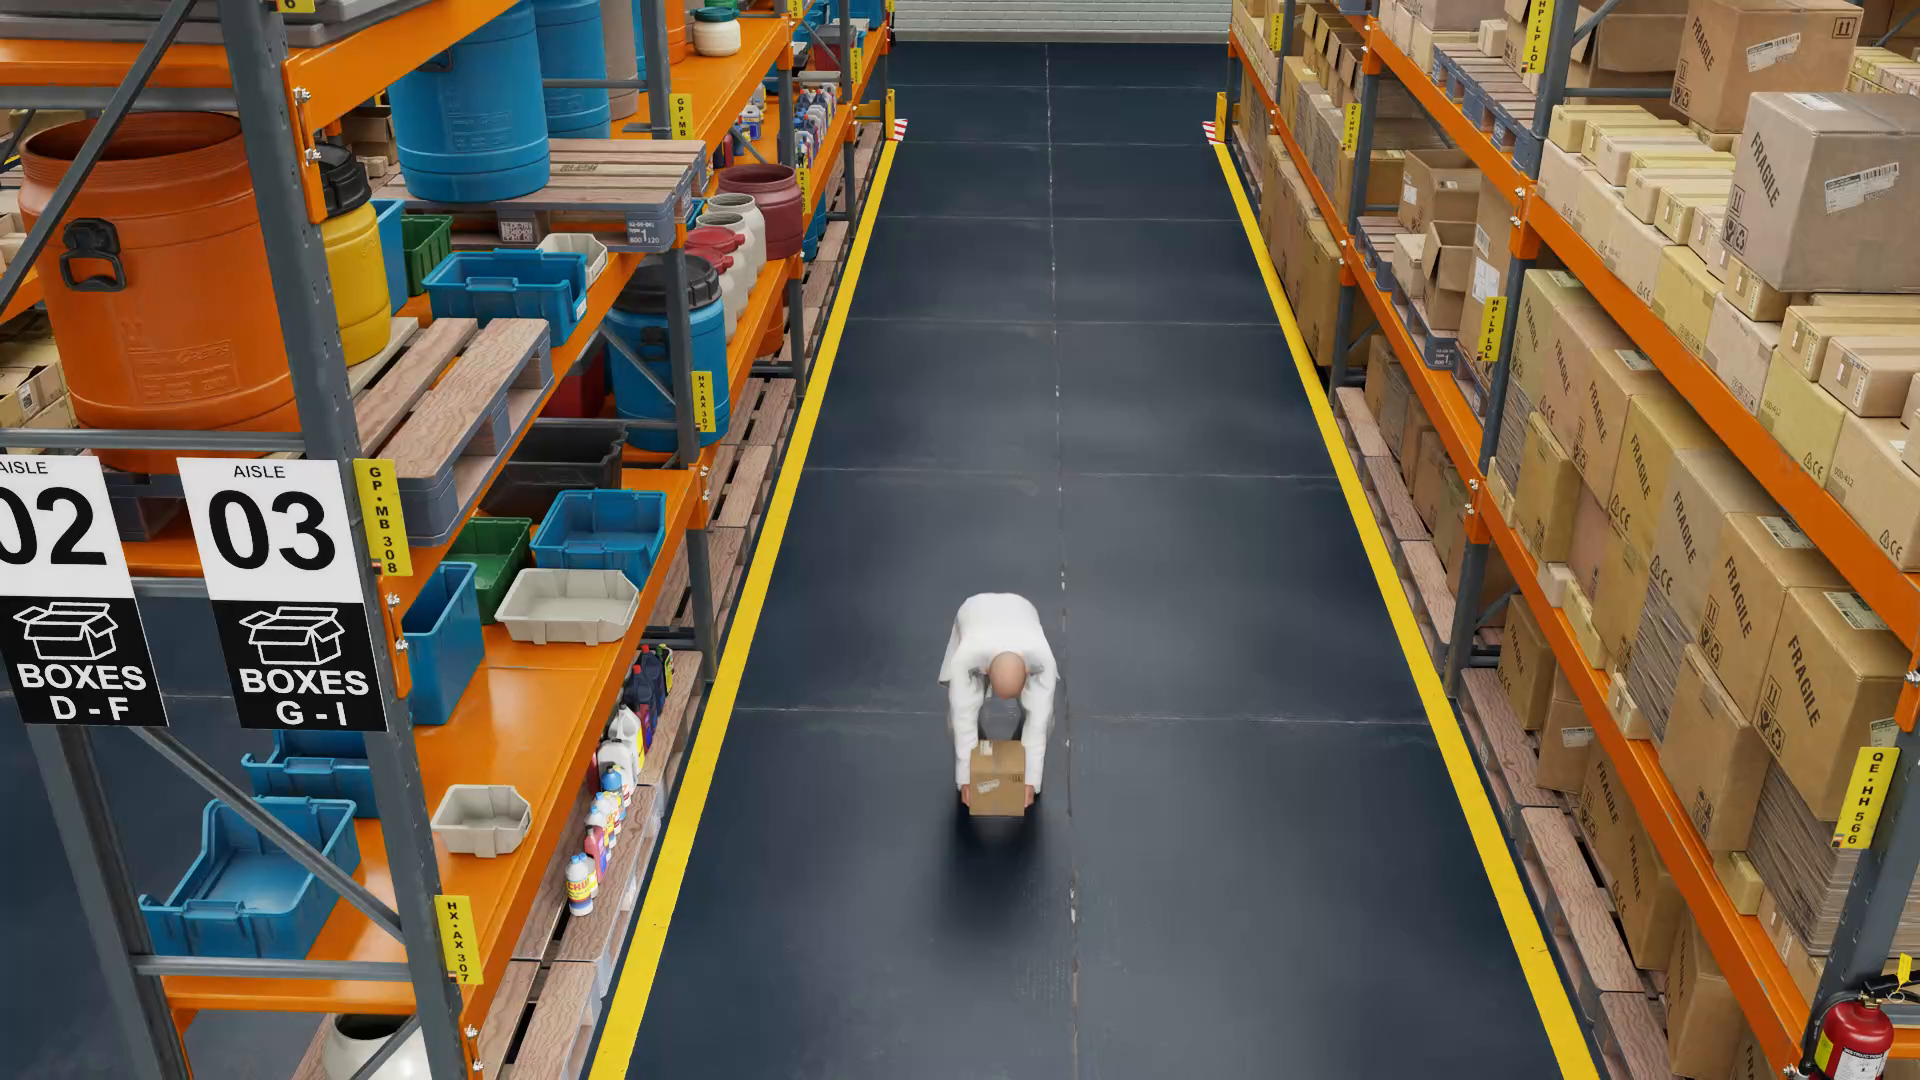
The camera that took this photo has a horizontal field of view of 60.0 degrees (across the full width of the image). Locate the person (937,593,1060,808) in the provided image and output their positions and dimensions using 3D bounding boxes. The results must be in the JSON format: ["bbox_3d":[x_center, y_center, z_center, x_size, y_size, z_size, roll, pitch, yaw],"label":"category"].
[{"bbox_3d":[0.189,0.798,7.898,0.592,1.047,0.943,0,28,-1],"label":"person"}]
